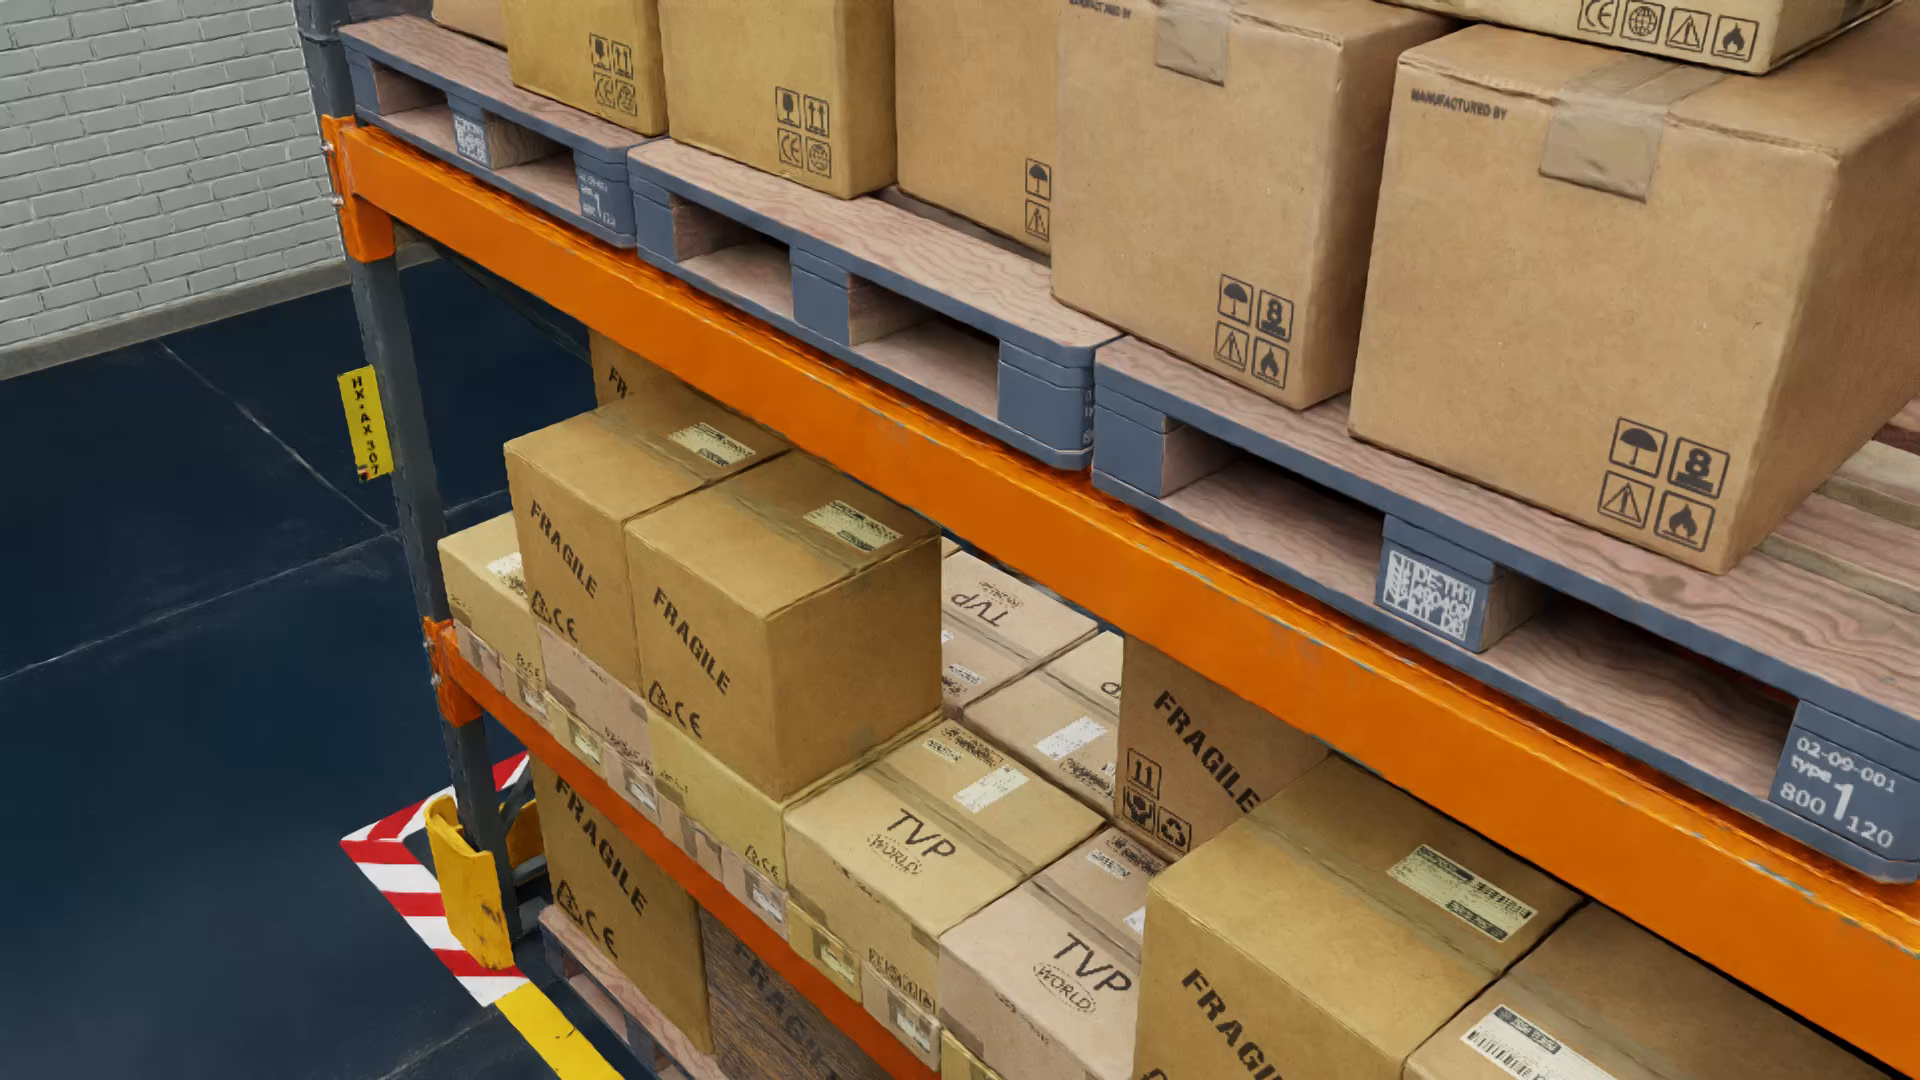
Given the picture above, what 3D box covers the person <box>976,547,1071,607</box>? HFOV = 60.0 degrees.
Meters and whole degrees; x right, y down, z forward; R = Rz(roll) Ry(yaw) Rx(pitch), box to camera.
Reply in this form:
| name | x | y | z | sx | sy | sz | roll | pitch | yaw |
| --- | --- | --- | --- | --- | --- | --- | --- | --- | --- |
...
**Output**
| name | x | y | z | sx | sy | sz | roll | pitch | yaw |
| --- | --- | --- | --- | --- | --- | --- | --- | --- | --- |
| person | 0.380 | 0.071 | 5.984 | 0.722 | 1.750 | 0.562 | 24 | 39 | 34 |
